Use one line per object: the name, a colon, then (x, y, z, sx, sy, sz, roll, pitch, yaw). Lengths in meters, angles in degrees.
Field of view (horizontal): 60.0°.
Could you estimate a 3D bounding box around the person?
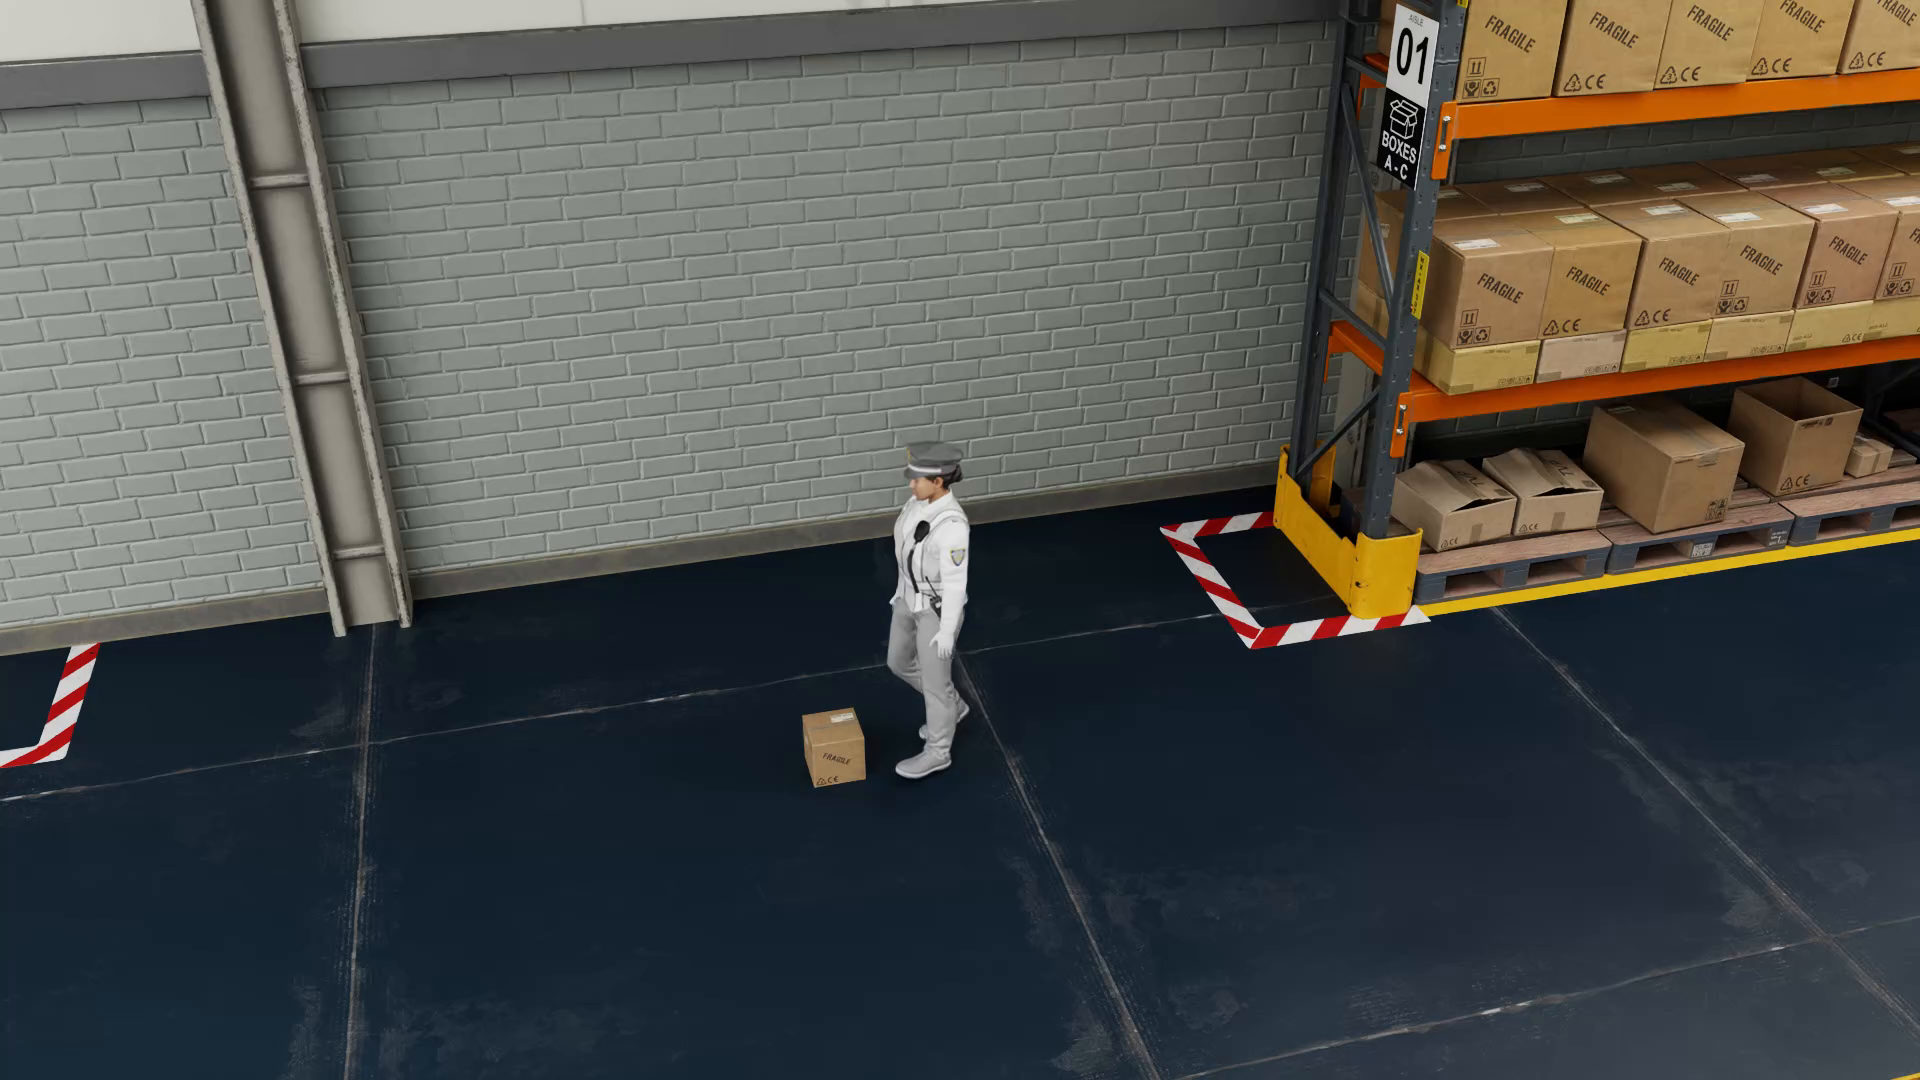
person: (-0.138, 0.311, 7.669, 0.461, 1.663, 0.503, -12, 32, -19)
